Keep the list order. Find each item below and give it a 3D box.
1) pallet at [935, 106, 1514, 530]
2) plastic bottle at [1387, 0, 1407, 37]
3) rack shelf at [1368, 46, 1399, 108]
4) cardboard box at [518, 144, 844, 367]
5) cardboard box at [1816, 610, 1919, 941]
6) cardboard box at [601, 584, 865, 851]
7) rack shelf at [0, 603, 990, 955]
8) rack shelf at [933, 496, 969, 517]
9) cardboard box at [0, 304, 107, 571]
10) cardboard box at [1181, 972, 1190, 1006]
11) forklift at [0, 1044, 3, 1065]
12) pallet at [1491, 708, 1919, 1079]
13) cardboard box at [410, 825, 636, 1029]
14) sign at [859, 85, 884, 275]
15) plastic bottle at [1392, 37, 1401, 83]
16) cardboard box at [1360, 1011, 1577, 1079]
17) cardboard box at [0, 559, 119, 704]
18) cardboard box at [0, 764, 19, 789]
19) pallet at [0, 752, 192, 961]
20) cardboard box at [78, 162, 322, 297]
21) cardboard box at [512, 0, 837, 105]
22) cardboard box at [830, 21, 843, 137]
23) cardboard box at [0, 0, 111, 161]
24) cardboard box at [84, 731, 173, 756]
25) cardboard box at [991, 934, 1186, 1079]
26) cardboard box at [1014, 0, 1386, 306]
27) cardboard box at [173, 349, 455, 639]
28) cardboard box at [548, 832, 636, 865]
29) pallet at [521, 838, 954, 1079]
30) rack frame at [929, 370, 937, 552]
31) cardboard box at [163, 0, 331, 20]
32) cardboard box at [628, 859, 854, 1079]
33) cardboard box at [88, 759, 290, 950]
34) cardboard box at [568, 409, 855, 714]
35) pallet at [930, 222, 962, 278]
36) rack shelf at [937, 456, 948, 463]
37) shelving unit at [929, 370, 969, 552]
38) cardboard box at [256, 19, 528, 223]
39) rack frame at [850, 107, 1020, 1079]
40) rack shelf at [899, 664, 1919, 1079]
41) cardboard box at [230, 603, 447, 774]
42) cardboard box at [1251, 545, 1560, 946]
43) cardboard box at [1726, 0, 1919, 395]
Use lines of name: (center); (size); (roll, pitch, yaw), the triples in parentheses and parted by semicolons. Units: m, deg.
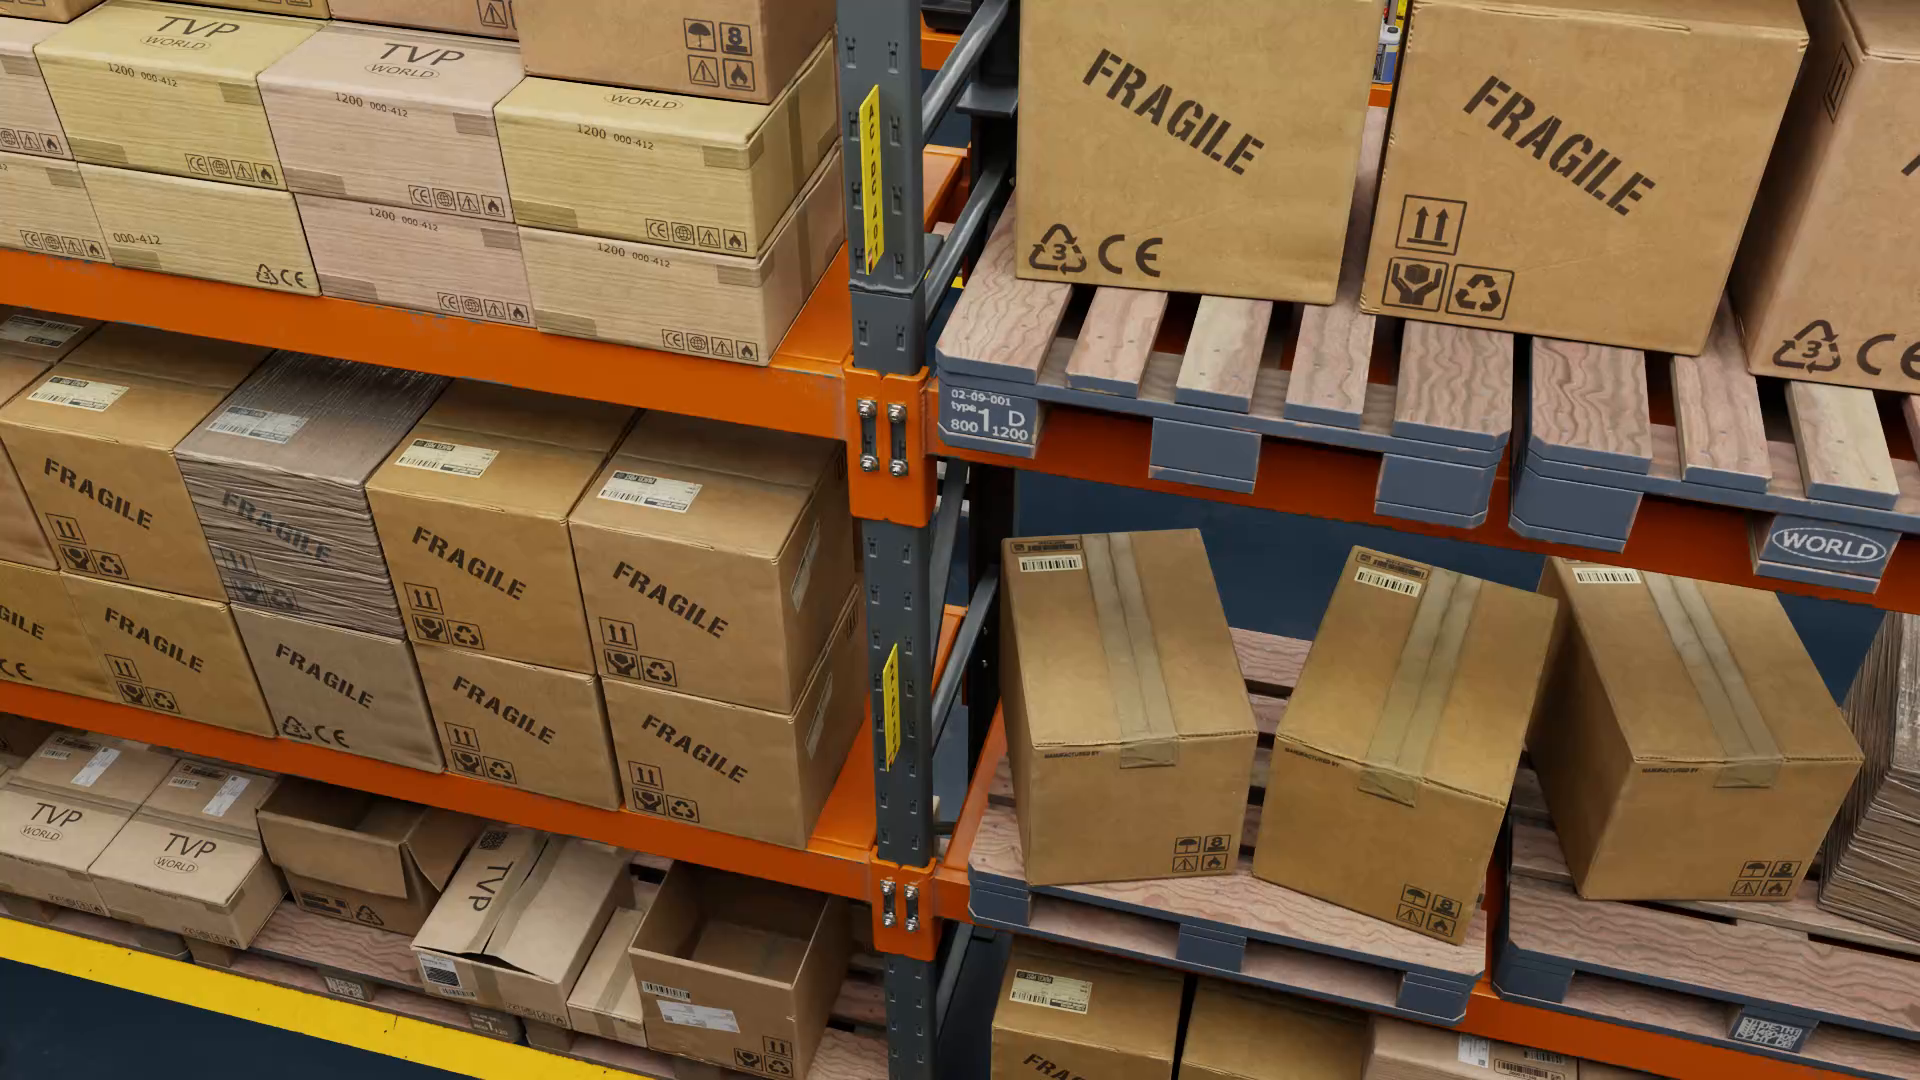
pallet: (0.591, -0.549, 3.385); (1.003, 0.211, 1.213); (10, 41, 11)
plastic bottle: (2.198, -2.643, 8.103); (0.185, 0.351, 0.144); (10, 41, 11)
rack shelf: (3.195, -2.093, 7.969); (4.000, 0.370, 1.077); (10, 41, 11)
cardboard box: (-0.560, -0.631, 3.453); (0.500, 0.250, 0.500); (10, 41, 11)
cardboard box: (2.371, 0.536, 3.875); (0.500, 0.500, 0.700); (17, 43, 20)
cardboard box: (-0.570, 0.414, 4.347); (0.500, 0.500, 0.500); (10, 41, 12)
rack shelf: (-1.953, 0.319, 5.097); (4.000, 0.370, 1.077); (10, 41, 11)
rack shelf: (-0.008, -0.183, 7.099); (0.200, 0.077, 0.258); (10, 41, 11)
cardboard box: (-2.536, -0.304, 4.425); (0.500, 0.500, 0.500); (10, 41, 12)
cardboard box: (0.530, 1.069, 5.247); (0.500, 0.500, 0.500); (10, 41, 11)
forklift: (-2.080, 1.733, 2.907); (3.031, 2.935, 1.130); (12, 42, 14)
pallet: (1.963, 0.794, 4.122); (1.213, 0.211, 1.003); (10, 41, 11)
cardboard box: (-1.369, 1.194, 5.245); (0.500, 0.311, 0.500); (10, 41, 11)
sign: (-0.154, -0.632, 2.936); (0.005, 0.325, 0.100); (10, 41, 11)
plastic bottle: (2.070, -2.241, 7.686); (0.097, 0.271, 0.097); (0, 40, 0)
cardboard box: (1.349, 1.276, 4.417); (0.500, 0.250, 0.500); (10, 41, 12)
cardboard box: (-2.541, 0.078, 4.747); (0.500, 0.500, 0.500); (10, 41, 11)
cardboard box: (-3.328, 0.952, 5.645); (0.250, 0.166, 0.380); (10, 41, 11)
pallet: (-3.041, 0.923, 5.987); (1.213, 0.211, 1.003); (10, 41, 11)
cardboard box: (-1.525, -0.798, 3.653); (0.500, 0.250, 0.500); (10, 41, 11)
cardboard box: (-0.501, -1.251, 3.220); (0.500, 0.500, 0.700); (10, 41, 11)
cardboard box: (-0.427, -1.142, 3.673); (0.500, 0.250, 0.500); (10, 41, 11)
cardboard box: (-2.008, -1.072, 3.590); (0.500, 0.250, 0.500); (10, 41, 11)
cardboard box: (-2.928, 0.688, 5.959); (0.250, 0.166, 0.380); (10, 41, 11)
cardboard box: (0.383, 1.396, 4.856); (0.500, 0.500, 0.500); (8, 41, 9)
cardboard box: (0.446, -0.881, 3.152); (0.600, 0.600, 0.600); (6, 40, 7)
cardboard box: (-1.559, -0.136, 4.224); (0.500, 0.500, 0.500); (10, 41, 12)
cardboard box: (-1.209, 0.951, 5.647); (0.250, 0.166, 0.380); (10, 41, 11)
pallet: (-0.684, 1.329, 5.504); (1.213, 0.211, 1.003); (10, 41, 11)
rack frame: (-0.106, -0.363, 6.982); (0.006, 0.900, 0.240); (10, 41, 11)
cardboard box: (-1.432, -1.502, 3.518); (0.500, 0.500, 0.700); (10, 41, 11)
cardboard box: (-0.645, 1.246, 5.035); (0.500, 0.500, 0.500); (10, 41, 11)
cardboard box: (-2.467, 1.028, 5.489); (0.500, 0.250, 0.500); (10, 41, 11)
cardboard box: (-0.577, 0.032, 4.025); (0.500, 0.500, 0.500); (10, 41, 12)
pallet: (0.543, -1.731, 9.147); (1.213, 0.211, 1.003); (10, 41, 11)
rack shelf: (-0.008, -0.389, 6.926); (0.200, 0.077, 0.258); (10, 41, 11)
shelving unit: (-0.008, -0.346, 6.962); (0.210, 0.900, 0.258); (10, 41, 11)
cardboard box: (-1.043, -0.904, 3.390); (0.500, 0.250, 0.500); (10, 41, 11)
rack frame: (-0.021, 0.376, 4.470); (0.127, 3.000, 1.000); (10, 41, 11)
rack shelf: (1.911, 0.984, 4.306); (4.000, 0.370, 1.077); (10, 41, 11)
cardboard box: (-1.566, 0.245, 4.548); (0.500, 0.500, 0.500); (11, 41, 12)
cardboard box: (1.059, 0.469, 3.954); (0.500, 0.500, 0.700); (16, 43, 18)
cardboard box: (1.736, -0.661, 2.890); (0.600, 0.600, 0.600); (8, 41, 10)
